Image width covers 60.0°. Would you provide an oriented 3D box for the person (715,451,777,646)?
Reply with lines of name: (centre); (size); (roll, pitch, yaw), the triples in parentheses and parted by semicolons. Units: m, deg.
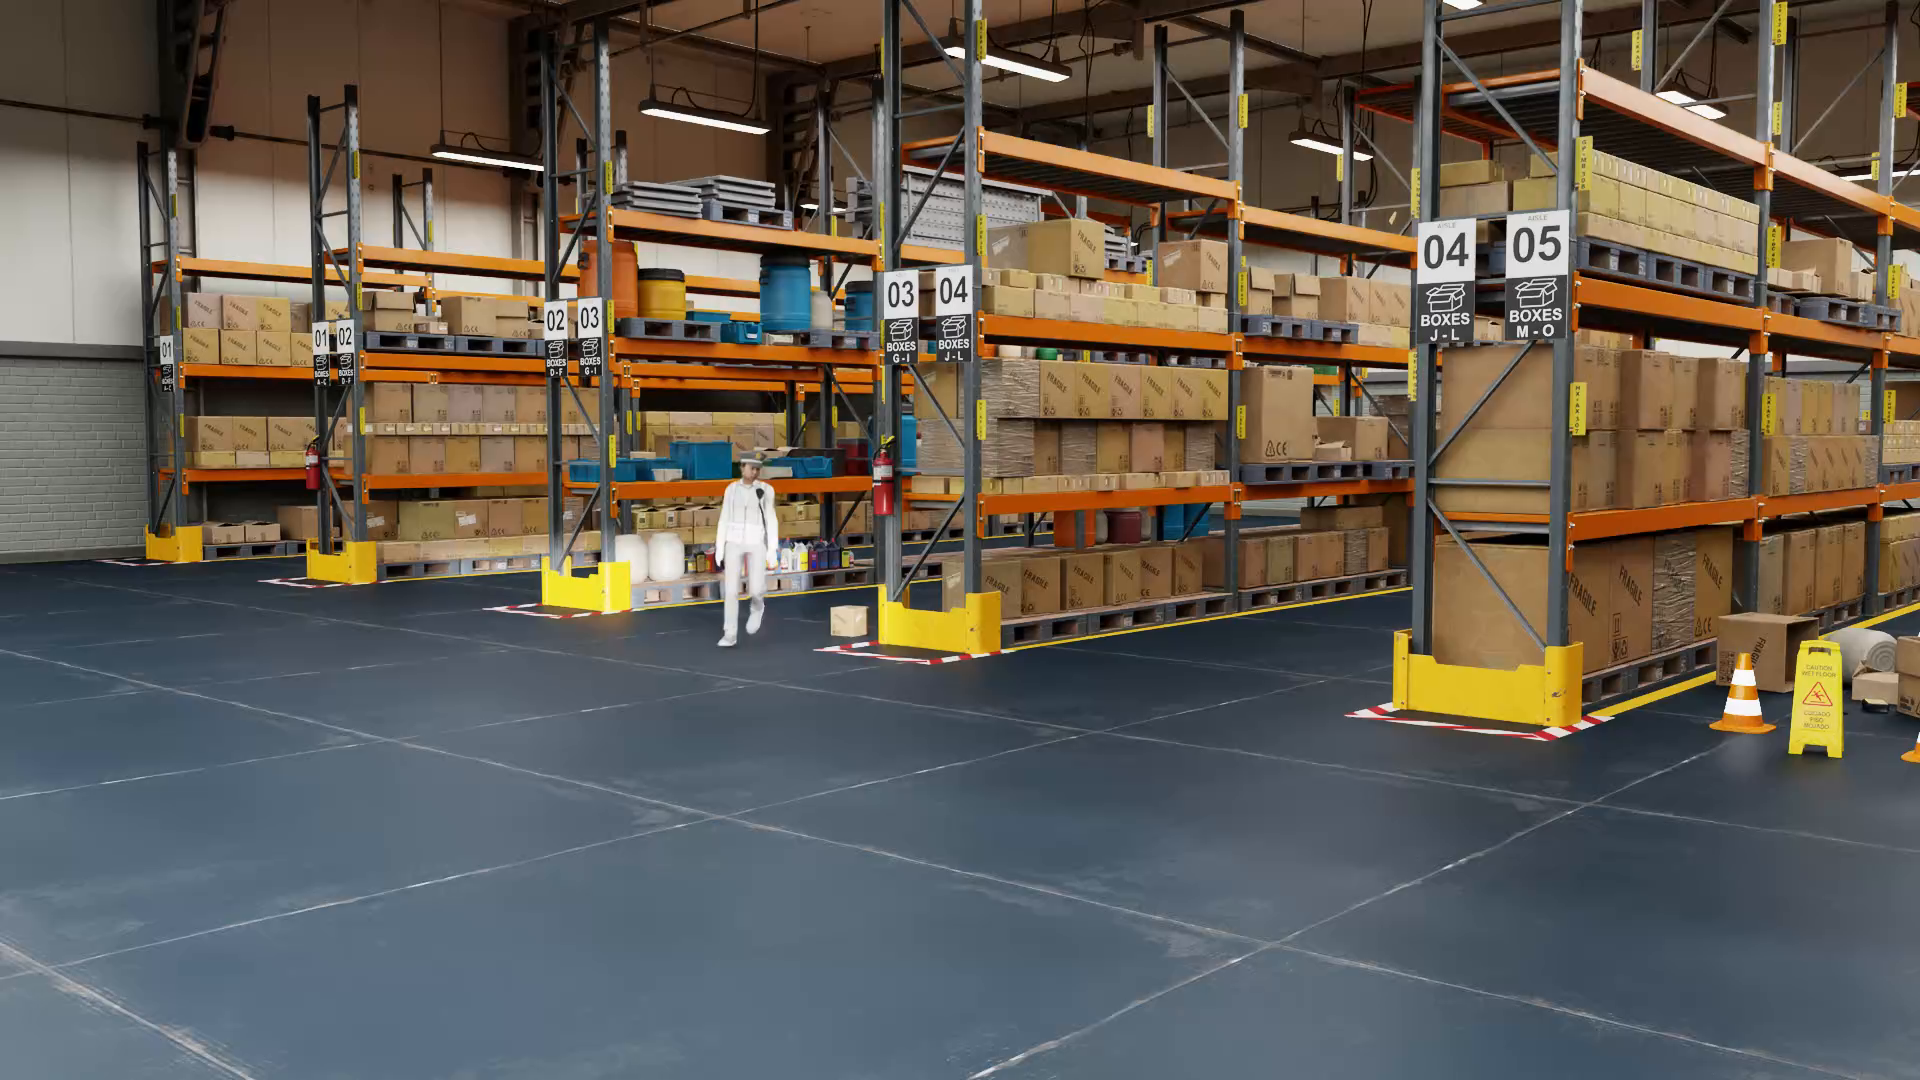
person: (-1.820, 0.065, 14.207); (0.536, 1.645, 0.553); (0, 4, 4)
